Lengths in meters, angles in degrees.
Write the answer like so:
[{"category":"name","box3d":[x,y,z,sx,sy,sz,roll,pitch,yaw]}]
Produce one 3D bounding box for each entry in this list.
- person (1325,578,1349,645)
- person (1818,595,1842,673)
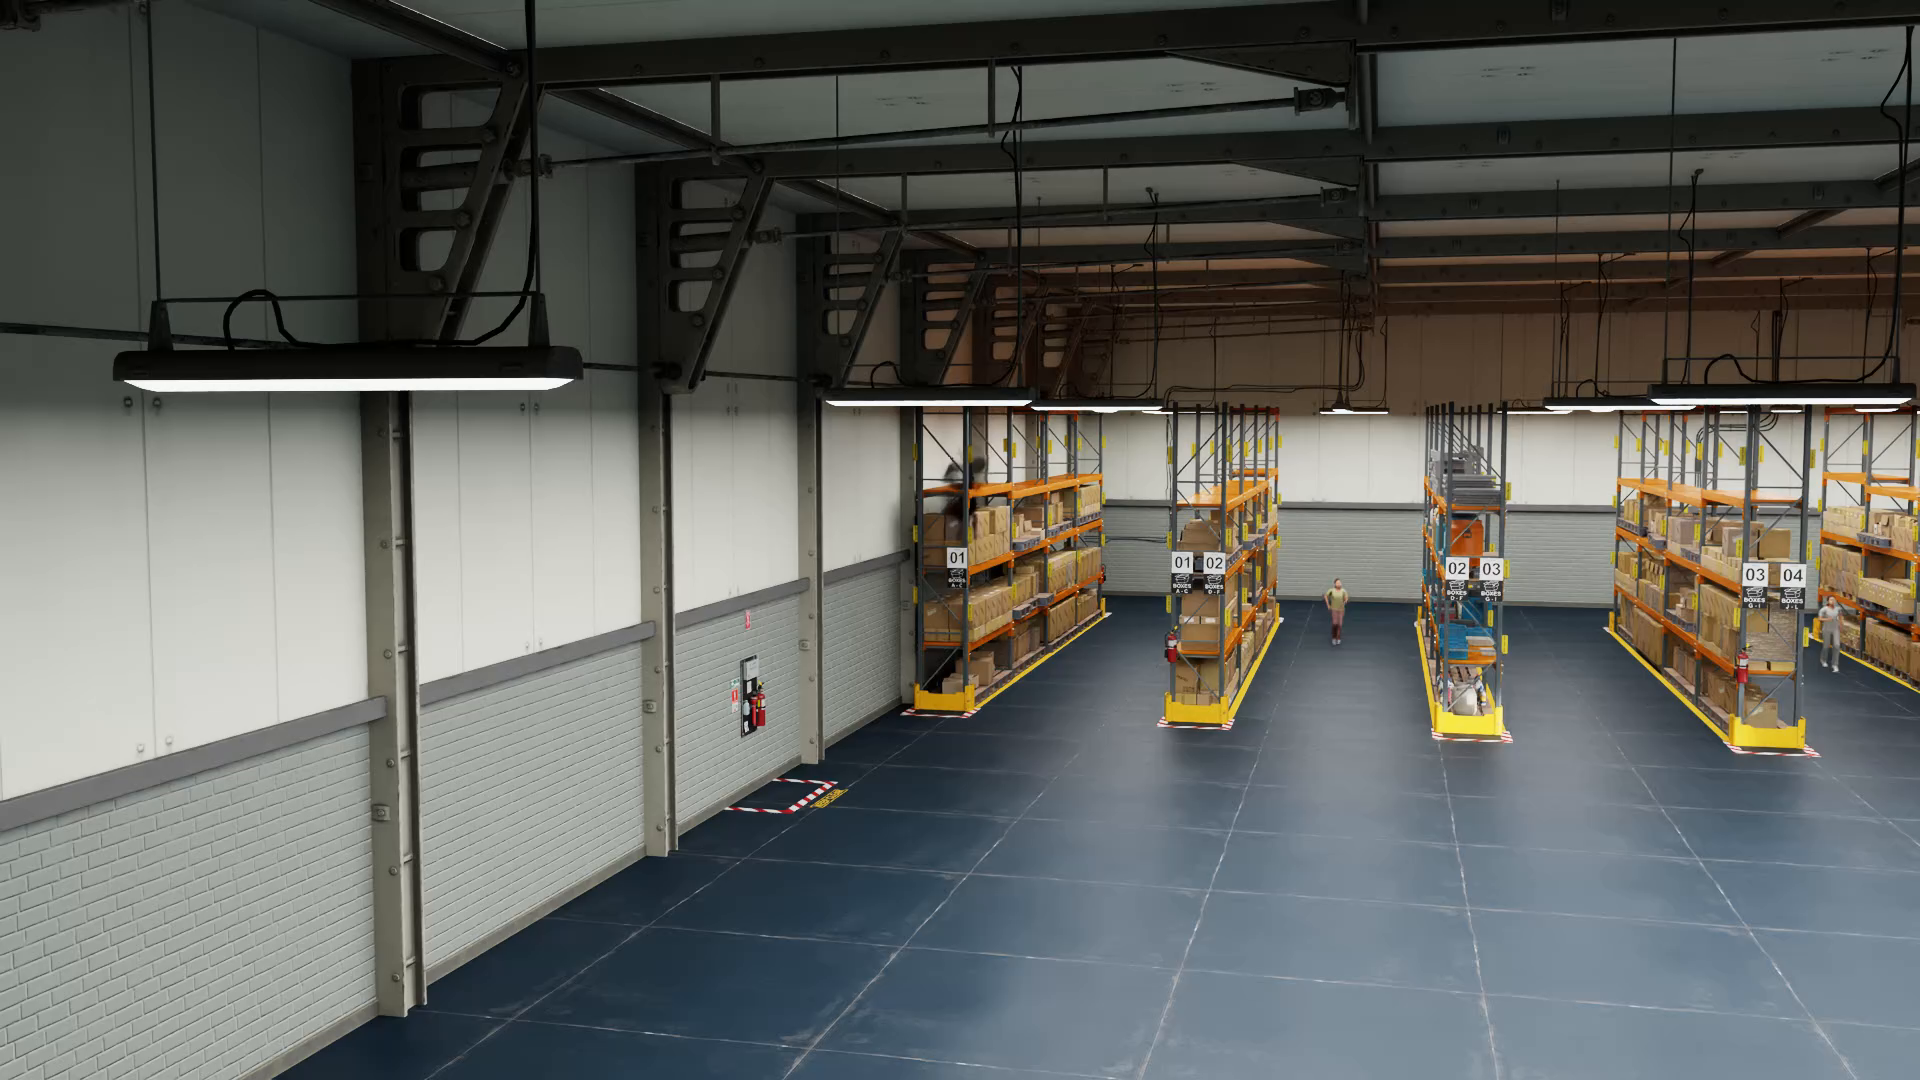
[{"category":"person","box3d":[9.500,1.805,41.895,0.576,1.688,0.581,0,4,3]},{"category":"person","box3d":[19.684,2.093,37.611,0.555,1.705,0.842,1,4,13]}]
